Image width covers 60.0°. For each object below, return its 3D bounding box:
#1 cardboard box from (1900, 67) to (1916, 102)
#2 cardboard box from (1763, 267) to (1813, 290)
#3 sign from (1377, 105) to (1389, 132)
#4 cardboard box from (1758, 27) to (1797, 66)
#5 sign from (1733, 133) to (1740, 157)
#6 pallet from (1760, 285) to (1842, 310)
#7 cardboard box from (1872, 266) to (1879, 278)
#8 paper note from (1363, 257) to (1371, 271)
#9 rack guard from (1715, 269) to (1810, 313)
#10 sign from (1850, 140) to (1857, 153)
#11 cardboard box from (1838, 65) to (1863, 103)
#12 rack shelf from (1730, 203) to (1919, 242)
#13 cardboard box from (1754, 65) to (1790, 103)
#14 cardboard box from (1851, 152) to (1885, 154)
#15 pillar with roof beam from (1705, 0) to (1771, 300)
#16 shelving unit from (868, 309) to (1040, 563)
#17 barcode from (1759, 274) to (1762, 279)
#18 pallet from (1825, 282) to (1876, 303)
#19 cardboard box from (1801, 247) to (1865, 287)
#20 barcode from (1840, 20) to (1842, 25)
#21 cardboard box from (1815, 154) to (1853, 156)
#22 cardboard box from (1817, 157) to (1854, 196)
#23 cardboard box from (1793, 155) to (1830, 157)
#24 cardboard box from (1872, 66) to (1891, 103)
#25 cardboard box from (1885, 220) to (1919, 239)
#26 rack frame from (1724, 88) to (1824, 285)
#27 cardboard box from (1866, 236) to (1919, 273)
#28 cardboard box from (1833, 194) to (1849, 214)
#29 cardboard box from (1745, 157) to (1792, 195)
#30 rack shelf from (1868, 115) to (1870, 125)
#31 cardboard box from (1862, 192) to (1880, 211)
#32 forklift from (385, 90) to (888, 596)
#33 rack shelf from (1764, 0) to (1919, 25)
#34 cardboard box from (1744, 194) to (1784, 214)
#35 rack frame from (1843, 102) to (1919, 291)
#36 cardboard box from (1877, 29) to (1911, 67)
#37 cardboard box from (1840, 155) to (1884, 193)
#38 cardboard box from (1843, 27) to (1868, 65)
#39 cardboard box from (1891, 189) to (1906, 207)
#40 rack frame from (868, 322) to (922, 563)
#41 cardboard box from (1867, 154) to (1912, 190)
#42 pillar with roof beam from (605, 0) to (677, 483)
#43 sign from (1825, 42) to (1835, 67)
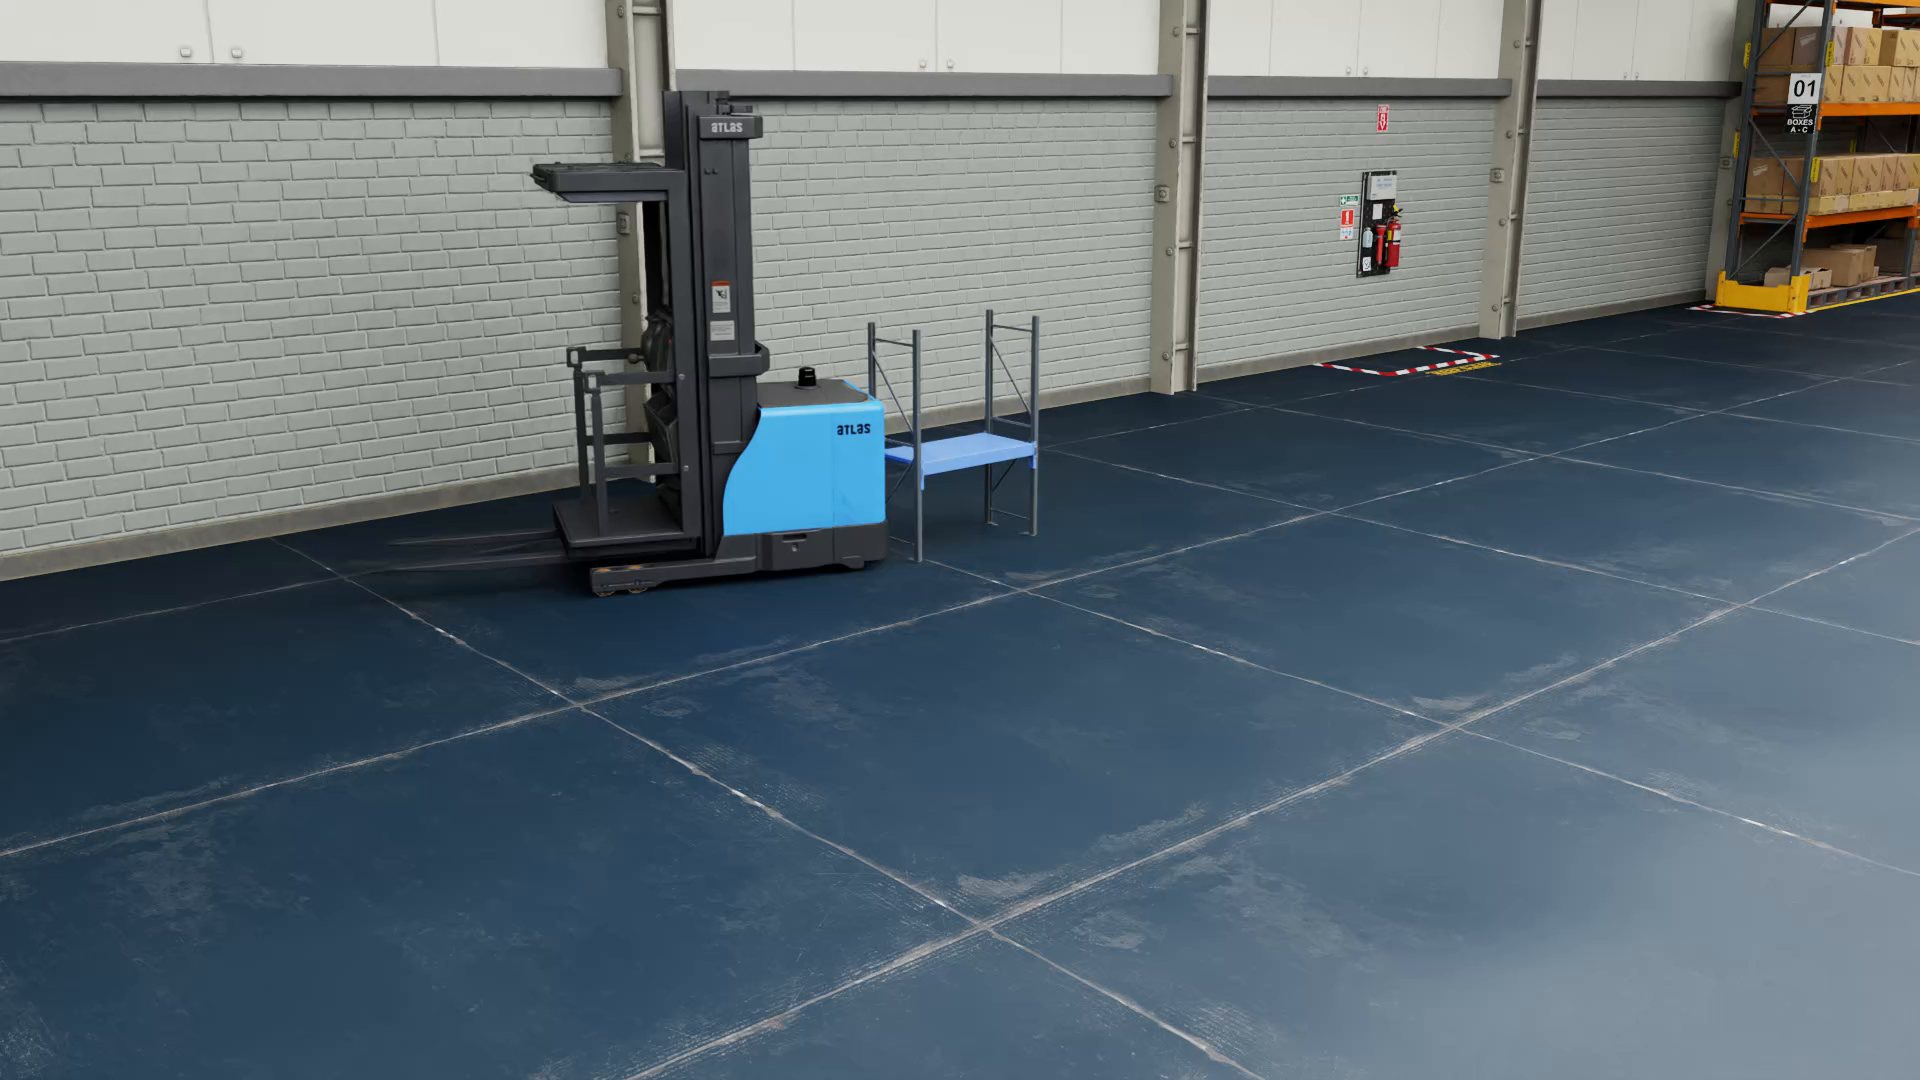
[{"bbox_3d":[13.666,-6.686,24.422,0.500,0.500,0.500,14,20,42],"label":"cardboard box"},{"bbox_3d":[11.838,-3.731,23.763,0.500,0.311,0.500,13,20,41],"label":"cardboard box"},{"bbox_3d":[4.730,-4.715,18.598,0.199,0.298,0.001,-13,19,-39],"label":"sign"},{"bbox_3d":[11.411,-6.832,23.032,0.500,0.500,0.500,-12,19,-37],"label":"cardboard box"},{"bbox_3d":[10.908,-5.541,23.327,0.005,0.325,0.100,-13,19,-39],"label":"sign"},{"bbox_3d":[11.951,-3.514,23.997,1.213,0.211,1.003,-13,19,-39],"label":"pallet"},{"bbox_3d":[13.891,-4.143,25.584,0.380,0.166,0.250,13,20,40],"label":"cardboard box"},{"bbox_3d":[4.623,-3.135,18.881,0.142,0.148,0.016,-13,19,-39],"label":"paper note"},{"bbox_3d":[11.315,-3.523,23.471,0.348,0.500,1.175,-13,19,-39],"label":"rack guard"},{"bbox_3d":[13.908,-6.062,25.889,0.005,0.325,0.100,-13,19,-39],"label":"sign"},{"bbox_3d":[12.102,-6.317,23.042,0.500,0.500,0.500,-11,19,-36],"label":"cardboard box"},{"bbox_3d":[12.766,-4.709,24.461,4.000,0.370,1.077,-13,19,-39],"label":"rack shelf"},{"bbox_3d":[11.406,-6.345,23.146,0.500,0.500,0.500,-11,18,-35],"label":"cardboard box"},{"bbox_3d":[13.783,-5.656,25.411,0.500,0.500,0.500,-13,20,-41],"label":"cardboard box"},{"bbox_3d":[14.043,-7.065,20.262,0.400,9.000,9.100,-13,19,-39],"label":"pillar with roof beam"},{"bbox_3d":[-0.034,-0.712,11.011,1.048,1.500,0.538,-13,19,-39],"label":"shelving unit"},{"bbox_3d":[11.589,-3.816,24.065,0.075,0.075,0.001,-13,19,-39],"label":"barcode"},{"bbox_3d":[12.871,-3.720,24.767,1.213,0.211,1.003,-13,19,-39],"label":"pallet"},{"bbox_3d":[12.855,-4.034,24.529,0.500,0.500,0.700,-14,21,-43],"label":"cardboard box"},{"bbox_3d":[12.944,-7.611,24.436,0.075,0.075,0.001,-13,19,-39],"label":"barcode"},{"bbox_3d":[13.011,-5.486,24.773,0.500,0.500,0.500,-12,19,-38],"label":"cardboard box"},{"bbox_3d":[12.194,-5.121,23.410,0.500,0.500,0.500,-13,19,-39],"label":"cardboard box"},{"bbox_3d":[12.247,-5.310,24.117,0.500,0.500,0.500,-13,20,-41],"label":"cardboard box"},{"bbox_3d":[12.881,-6.501,23.729,0.500,0.500,0.500,-11,19,-36],"label":"cardboard box"},{"bbox_3d":[15.149,-4.966,26.566,0.500,0.250,0.500,-13,20,-41],"label":"cardboard box"},{"bbox_3d":[11.257,-4.718,23.100,0.127,3.000,1.000,-13,19,-39],"label":"rack frame"},{"bbox_3d":[14.819,-4.528,26.381,0.500,0.500,0.700,-12,19,-38],"label":"cardboard box"},{"bbox_3d":[12.216,-4.767,23.534,0.500,0.250,0.500,-13,20,-41],"label":"cardboard box"},{"bbox_3d":[11.473,-5.139,23.474,0.500,0.500,0.500,-13,20,-40],"label":"cardboard box"},{"bbox_3d":[15.784,-6.836,26.611,4.000,0.370,1.077,-13,19,-39],"label":"rack shelf"},{"bbox_3d":[12.987,-4.937,24.172,0.500,0.250,0.500,-12,19,-39],"label":"cardboard box"},{"bbox_3d":[-2.032,-1.231,10.177,3.031,2.935,1.130,-5,16,-18],"label":"forklift"},{"bbox_3d":[12.766,-7.606,23.687,4.000,0.370,1.077,-13,19,-39],"label":"rack shelf"},{"bbox_3d":[11.483,-4.772,23.554,0.500,0.250,0.500,-12,19,-39],"label":"cardboard box"},{"bbox_3d":[14.275,-5.395,25.637,0.127,3.000,1.000,-13,19,-39],"label":"rack frame"},{"bbox_3d":[13.281,-7.063,23.896,0.500,0.500,0.500,-14,20,-41],"label":"cardboard box"},{"bbox_3d":[12.970,-5.298,24.069,0.500,0.500,0.500,-12,19,-38],"label":"cardboard box"},{"bbox_3d":[12.119,-6.801,22.917,0.500,0.500,0.500,-13,20,-40],"label":"cardboard box"},{"bbox_3d":[13.735,-5.111,24.822,0.500,0.250,0.500,-13,19,-39],"label":"cardboard box"},{"bbox_3d":[-0.418,-0.627,10.690,0.032,1.500,0.500,-13,19,-39],"label":"rack frame"},{"bbox_3d":[13.748,-5.469,24.711,0.500,0.500,0.500,-13,20,-40],"label":"cardboard box"},{"bbox_3d":[0.465,-4.016,8.847,0.400,9.000,9.100,-13,19,-39],"label":"pillar with roof beam"},{"bbox_3d":[11.614,-6.484,22.205,0.005,0.325,0.100,-13,19,-39],"label":"sign"}]
